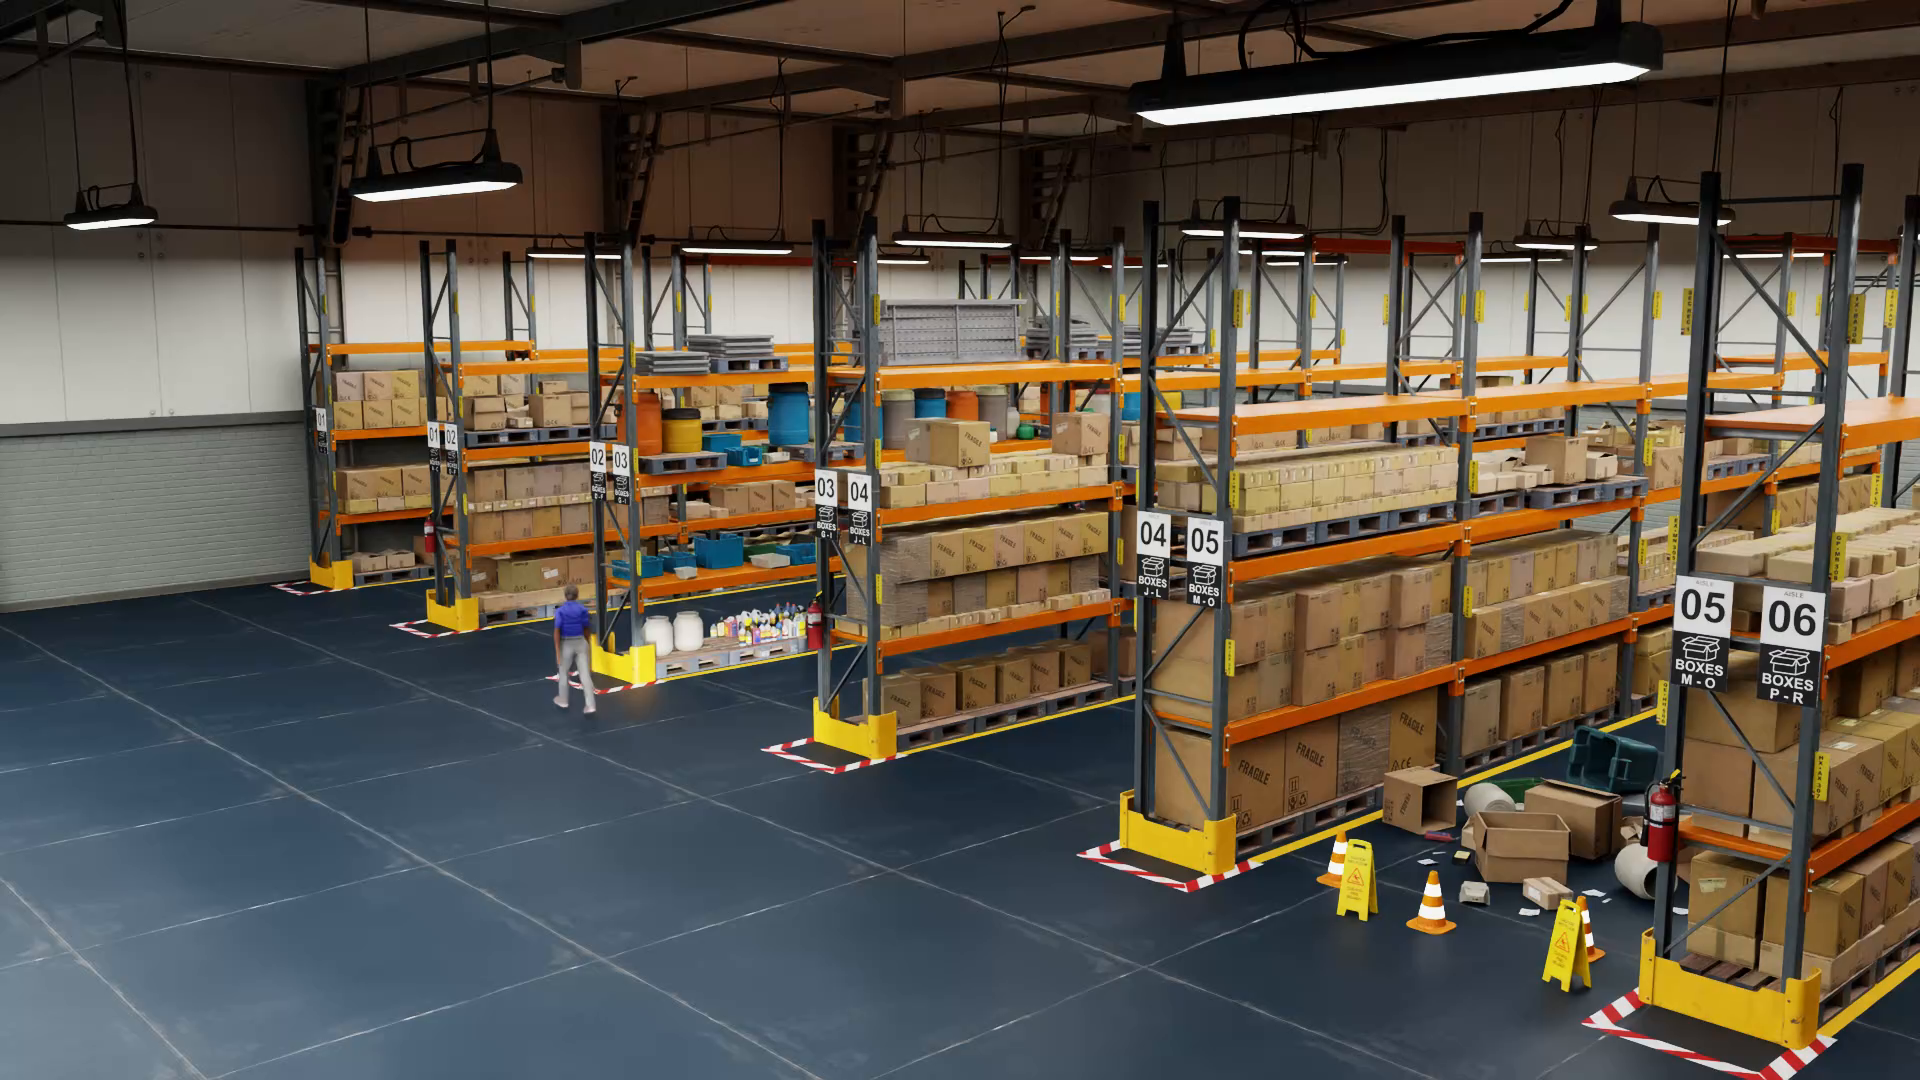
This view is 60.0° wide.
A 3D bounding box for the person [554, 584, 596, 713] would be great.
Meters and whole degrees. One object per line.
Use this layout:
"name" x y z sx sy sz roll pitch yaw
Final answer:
"person" -4.827 1.348 20.694 0.461 1.585 0.984 -5 10 -28
